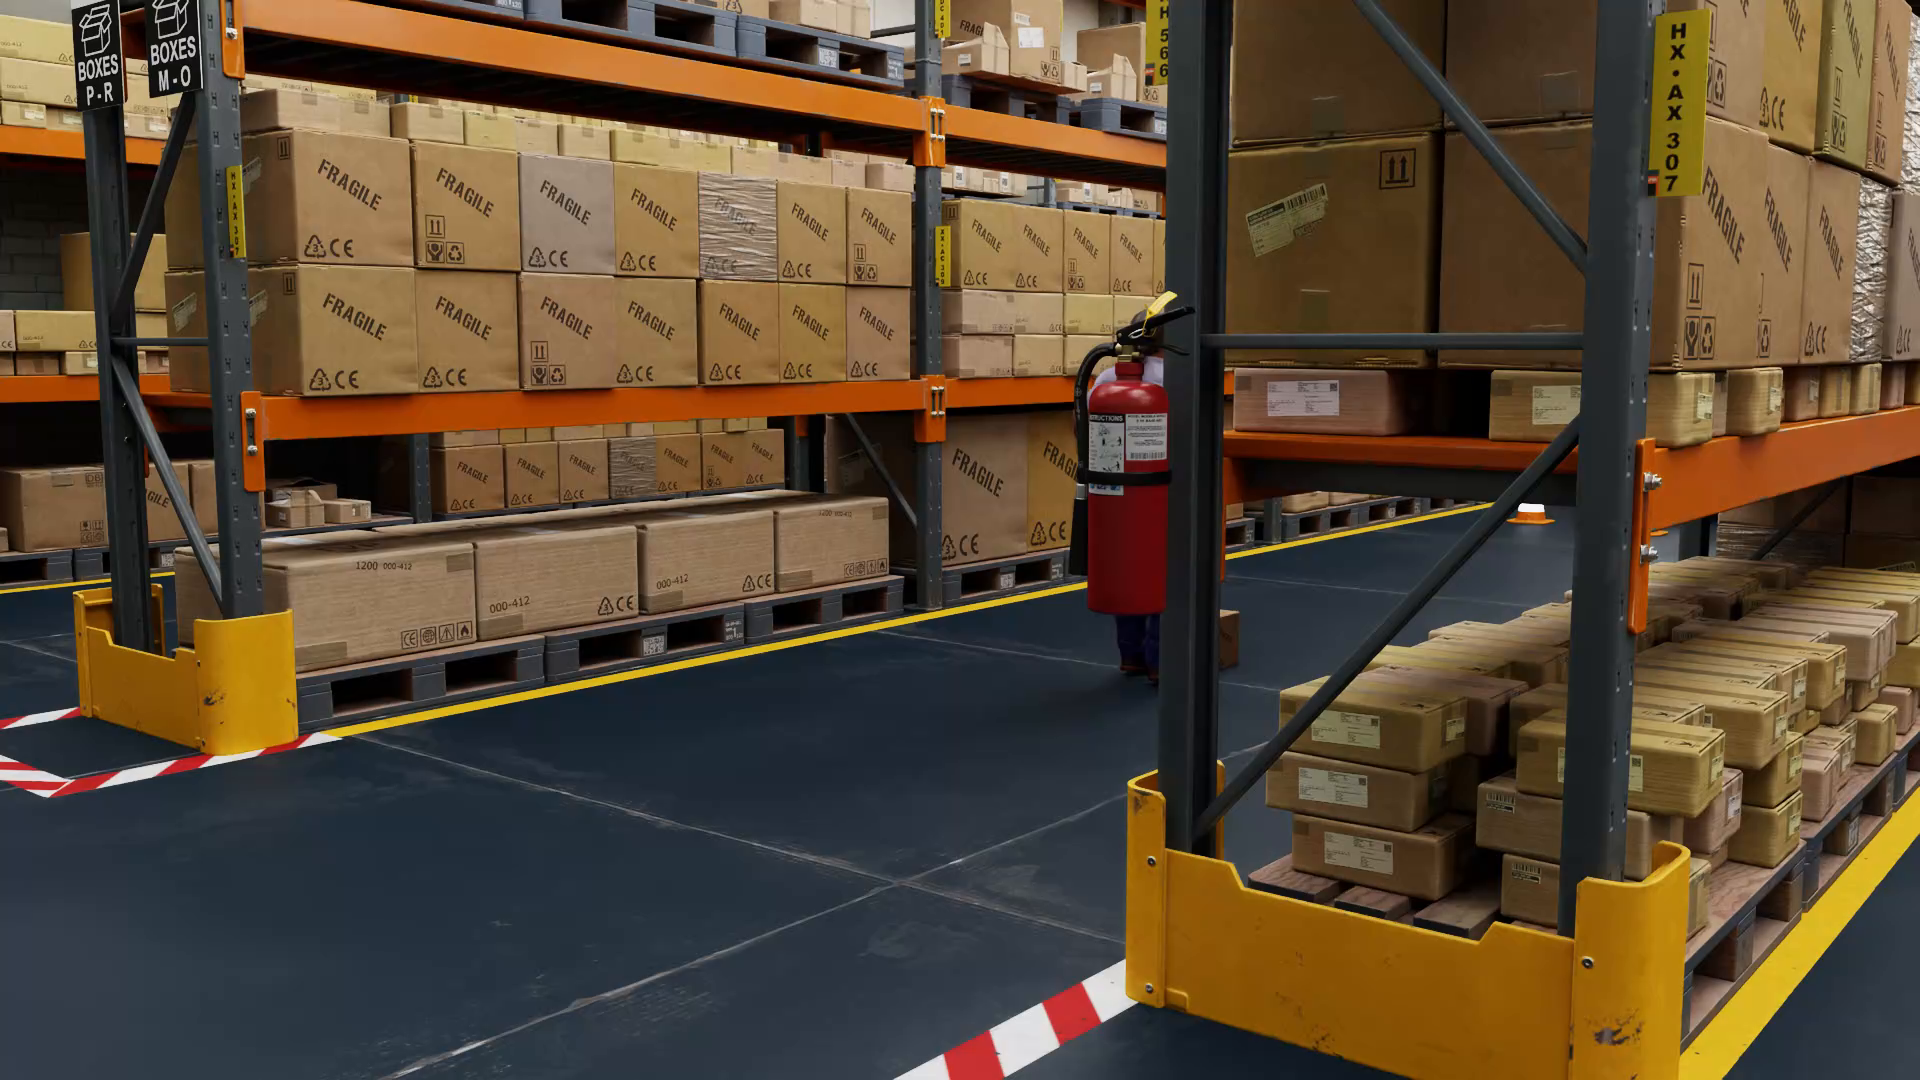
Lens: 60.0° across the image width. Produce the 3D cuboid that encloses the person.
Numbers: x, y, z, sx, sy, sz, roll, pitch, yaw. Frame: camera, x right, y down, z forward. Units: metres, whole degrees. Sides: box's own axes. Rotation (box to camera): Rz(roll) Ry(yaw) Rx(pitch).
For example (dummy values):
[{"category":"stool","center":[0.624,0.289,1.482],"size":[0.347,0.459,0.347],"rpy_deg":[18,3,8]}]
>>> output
[{"category":"person","center":[0.886,-0.182,7.412],"size":[0.595,1.650,0.542],"rpy_deg":[5,9,39]}]
